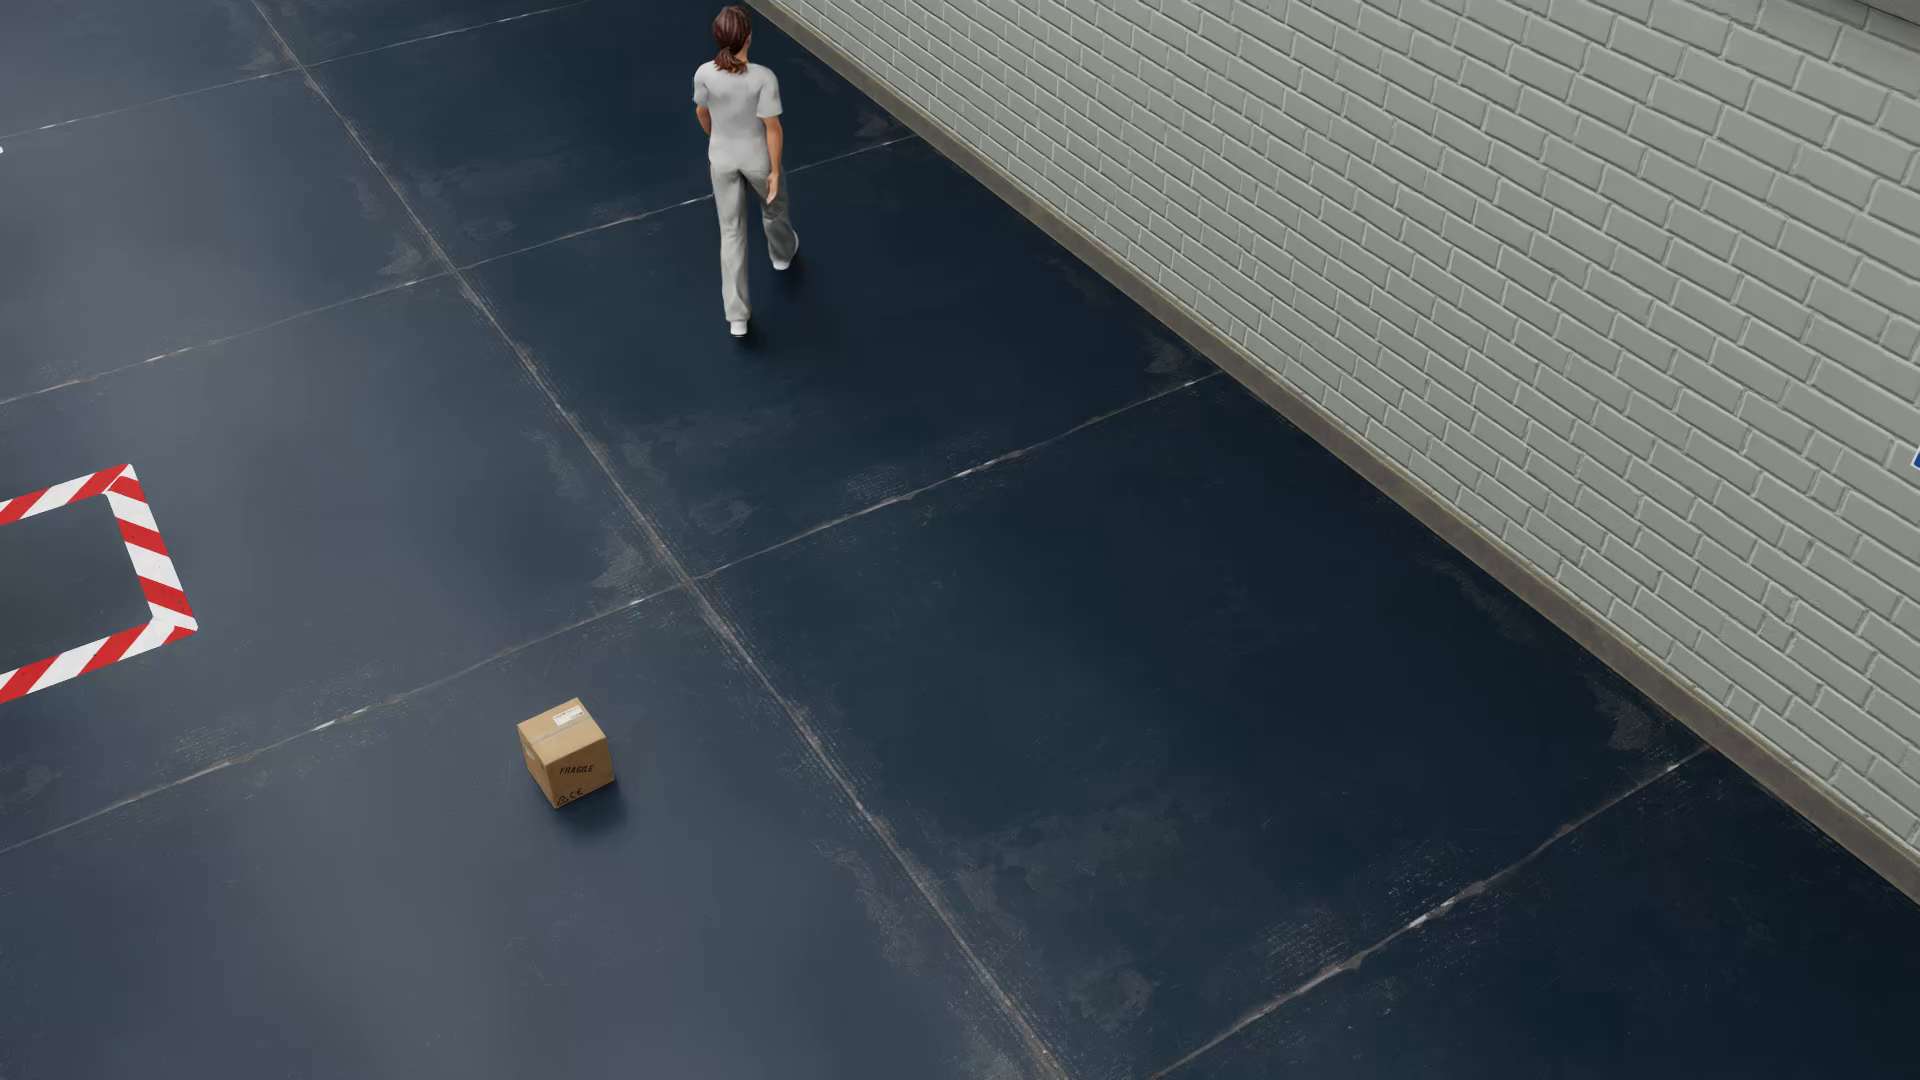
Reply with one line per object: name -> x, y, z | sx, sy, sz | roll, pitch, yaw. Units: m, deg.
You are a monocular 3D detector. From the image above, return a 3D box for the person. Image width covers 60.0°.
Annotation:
person -> -1.080, -1.947, 8.391 | 0.458, 1.613, 1.020 | 2, 41, 3
